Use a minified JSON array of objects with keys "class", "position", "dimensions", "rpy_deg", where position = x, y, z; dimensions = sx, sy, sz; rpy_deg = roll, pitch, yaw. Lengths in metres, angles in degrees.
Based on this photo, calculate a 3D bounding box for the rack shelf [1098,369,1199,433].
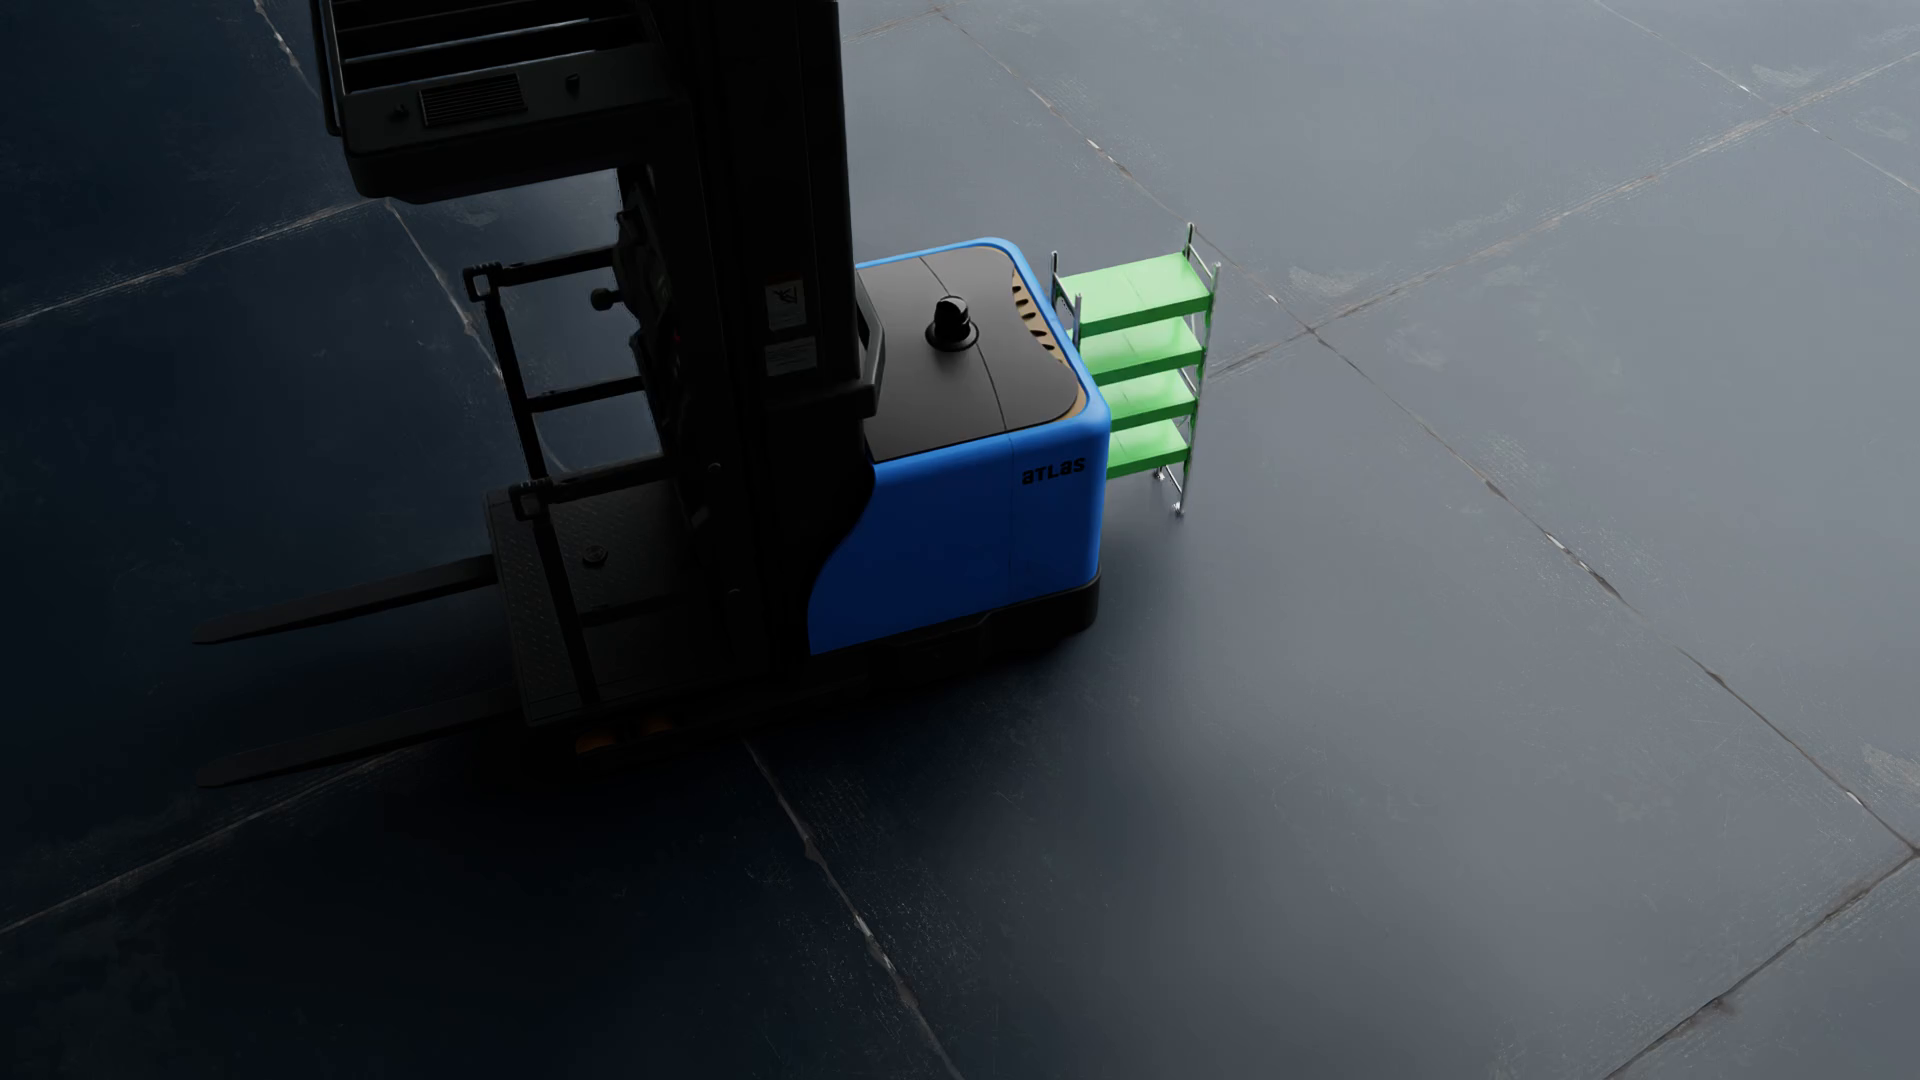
[{"class":"rack shelf","position":[0.579,-0.483,5.963],"dimensions":[0.480,0.148,0.258],"rpy_deg":[-14,50,-12]}]

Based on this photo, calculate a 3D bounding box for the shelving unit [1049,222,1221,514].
[{"class":"shelving unit","position":[0.579,-0.526,5.915],"dimensions":[0.503,1.200,0.258],"rpy_deg":[-14,50,-12]}]

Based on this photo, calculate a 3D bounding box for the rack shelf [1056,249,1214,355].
[{"class":"rack shelf","position":[0.579,-0.803,5.604],"dimensions":[0.480,0.148,0.258],"rpy_deg":[-14,50,-12]}]

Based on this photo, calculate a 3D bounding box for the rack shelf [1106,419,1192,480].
[{"class":"rack shelf","position":[0.579,-0.324,6.142],"dimensions":[0.480,0.148,0.258],"rpy_deg":[-14,50,-12]}]

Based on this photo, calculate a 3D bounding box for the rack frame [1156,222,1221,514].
[{"class":"rack frame","position":[0.810,-0.584,5.966],"dimensions":[0.015,1.200,0.240],"rpy_deg":[-14,50,-12]}]

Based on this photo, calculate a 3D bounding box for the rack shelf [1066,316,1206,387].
[{"class":"rack shelf","position":[0.579,-0.643,5.783],"dimensions":[0.480,0.148,0.258],"rpy_deg":[-14,50,-12]}]

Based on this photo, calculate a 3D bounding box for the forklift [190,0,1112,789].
[{"class":"forklift","position":[-1.085,-0.639,4.857],"dimensions":[3.031,2.935,1.130],"rpy_deg":[-14,50,-12]}]

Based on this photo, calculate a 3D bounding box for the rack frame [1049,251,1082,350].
[{"class":"rack frame","position":[0.347,-0.468,5.864],"dimensions":[0.015,1.200,0.240],"rpy_deg":[-14,50,-12]}]
